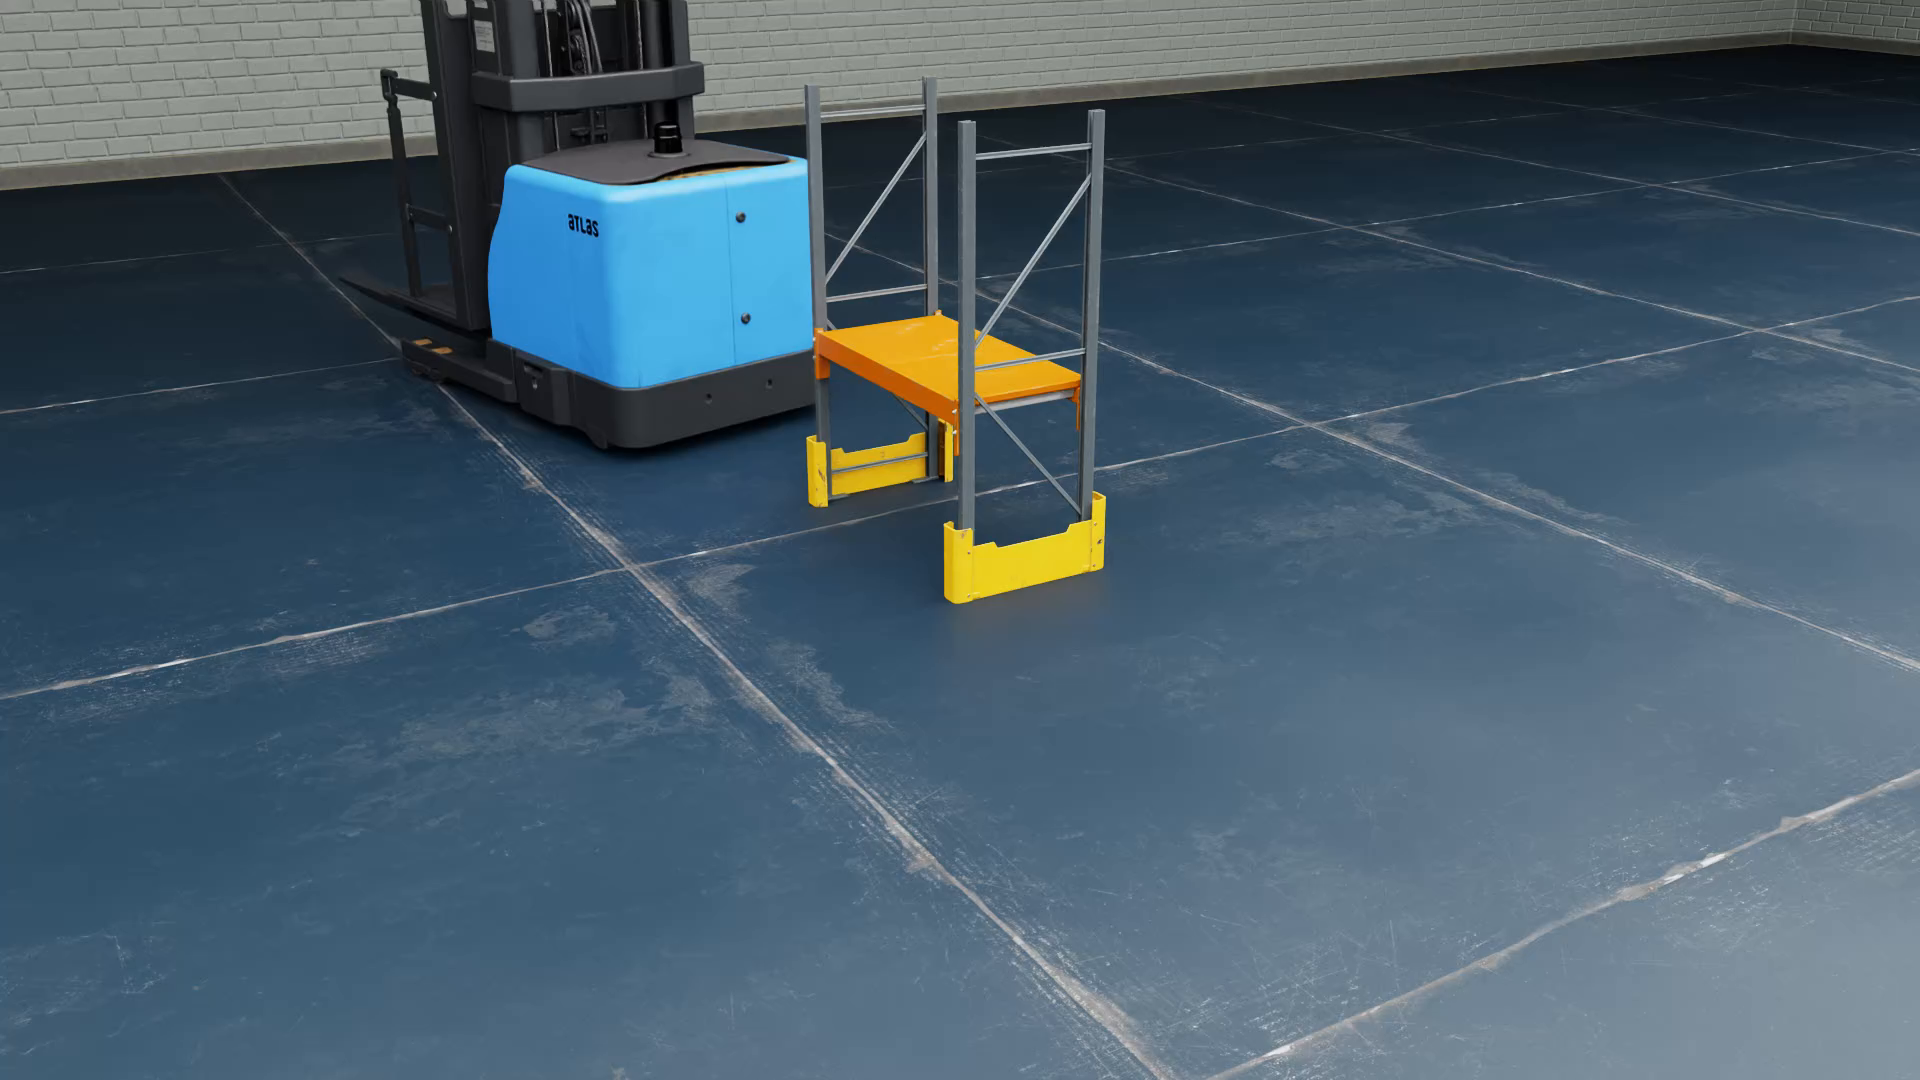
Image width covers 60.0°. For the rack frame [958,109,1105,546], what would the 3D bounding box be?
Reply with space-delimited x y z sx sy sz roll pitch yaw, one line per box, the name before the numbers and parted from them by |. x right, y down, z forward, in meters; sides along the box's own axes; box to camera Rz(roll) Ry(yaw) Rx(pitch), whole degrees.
rack frame | 0.216 -0.558 5.192 0.500 1.500 0.032 -13 25 -28

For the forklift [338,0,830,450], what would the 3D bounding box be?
forklift | -1.931 -2.184 7.292 1.130 2.935 3.031 -19 29 -39

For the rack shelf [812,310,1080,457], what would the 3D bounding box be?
rack shelf | -0.044 -0.556 5.665 0.538 0.185 1.000 -13 25 -28

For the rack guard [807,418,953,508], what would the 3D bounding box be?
rack guard | -0.293 -0.302 6.222 0.587 0.250 0.087 -13 25 -28

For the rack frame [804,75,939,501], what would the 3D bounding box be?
rack frame | -0.303 -0.887 6.002 0.500 1.500 0.032 -13 25 -28

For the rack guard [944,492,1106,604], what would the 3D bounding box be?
rack guard | 0.215 0.021 5.428 0.587 0.250 0.087 -13 25 -28

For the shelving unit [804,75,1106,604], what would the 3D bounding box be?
shelving unit | -0.039 -0.719 5.590 0.587 1.500 1.083 -13 25 -28
